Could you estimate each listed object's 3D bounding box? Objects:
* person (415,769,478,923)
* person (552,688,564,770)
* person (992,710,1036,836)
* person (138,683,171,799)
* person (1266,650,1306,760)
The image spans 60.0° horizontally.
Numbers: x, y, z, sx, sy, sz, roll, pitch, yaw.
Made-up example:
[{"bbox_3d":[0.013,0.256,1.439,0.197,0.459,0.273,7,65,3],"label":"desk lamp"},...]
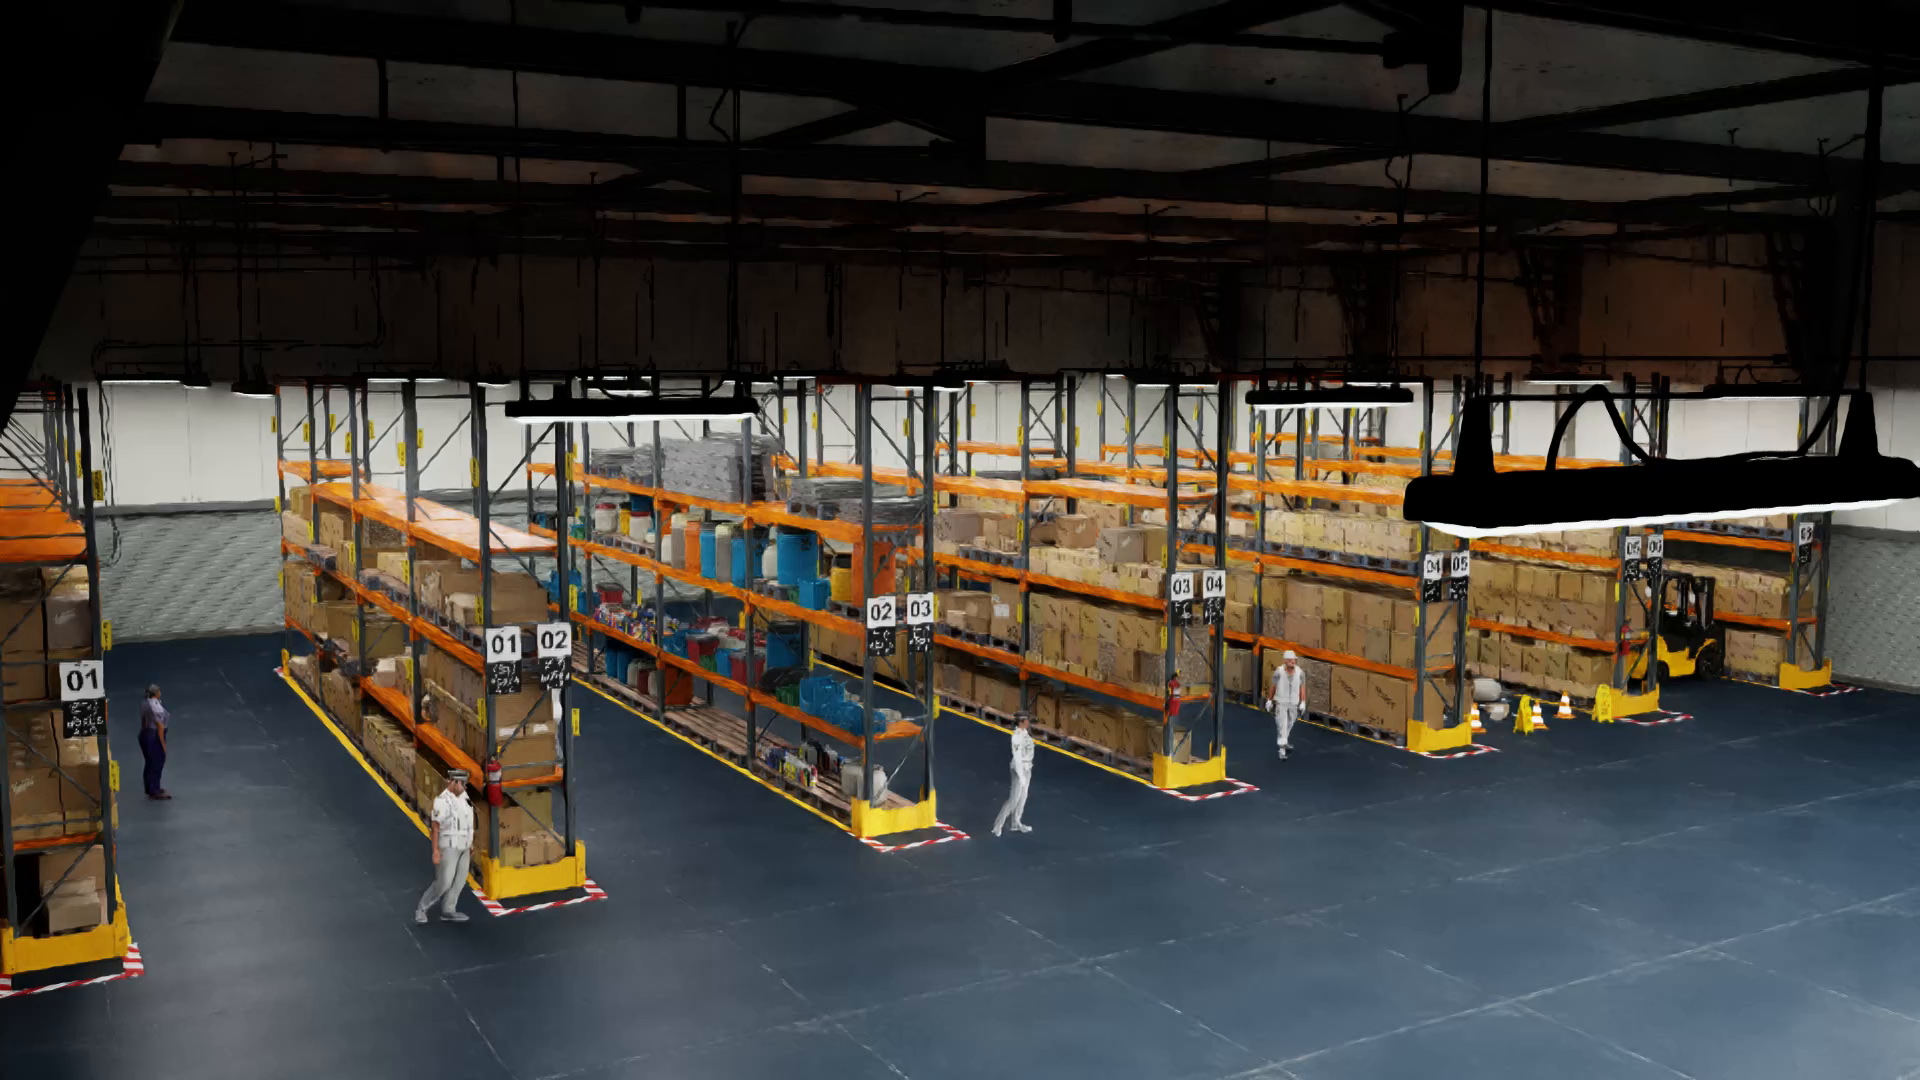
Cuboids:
[{"bbox_3d":[-5.783,3.440,18.667,0.555,1.728,0.725,3,7,22],"label":"person"},{"bbox_3d":[-6.258,2.678,25.182,0.583,1.778,0.665,0,6,2],"label":"person"},{"bbox_3d":[0.706,3.096,22.102,0.489,1.665,0.660,2,7,17],"label":"person"},{"bbox_3d":[-11.606,2.884,23.973,0.608,1.640,0.380,5,8,39],"label":"person"},{"bbox_3d":[5.199,2.590,26.420,0.590,1.747,0.984,-1,6,-8],"label":"person"}]
